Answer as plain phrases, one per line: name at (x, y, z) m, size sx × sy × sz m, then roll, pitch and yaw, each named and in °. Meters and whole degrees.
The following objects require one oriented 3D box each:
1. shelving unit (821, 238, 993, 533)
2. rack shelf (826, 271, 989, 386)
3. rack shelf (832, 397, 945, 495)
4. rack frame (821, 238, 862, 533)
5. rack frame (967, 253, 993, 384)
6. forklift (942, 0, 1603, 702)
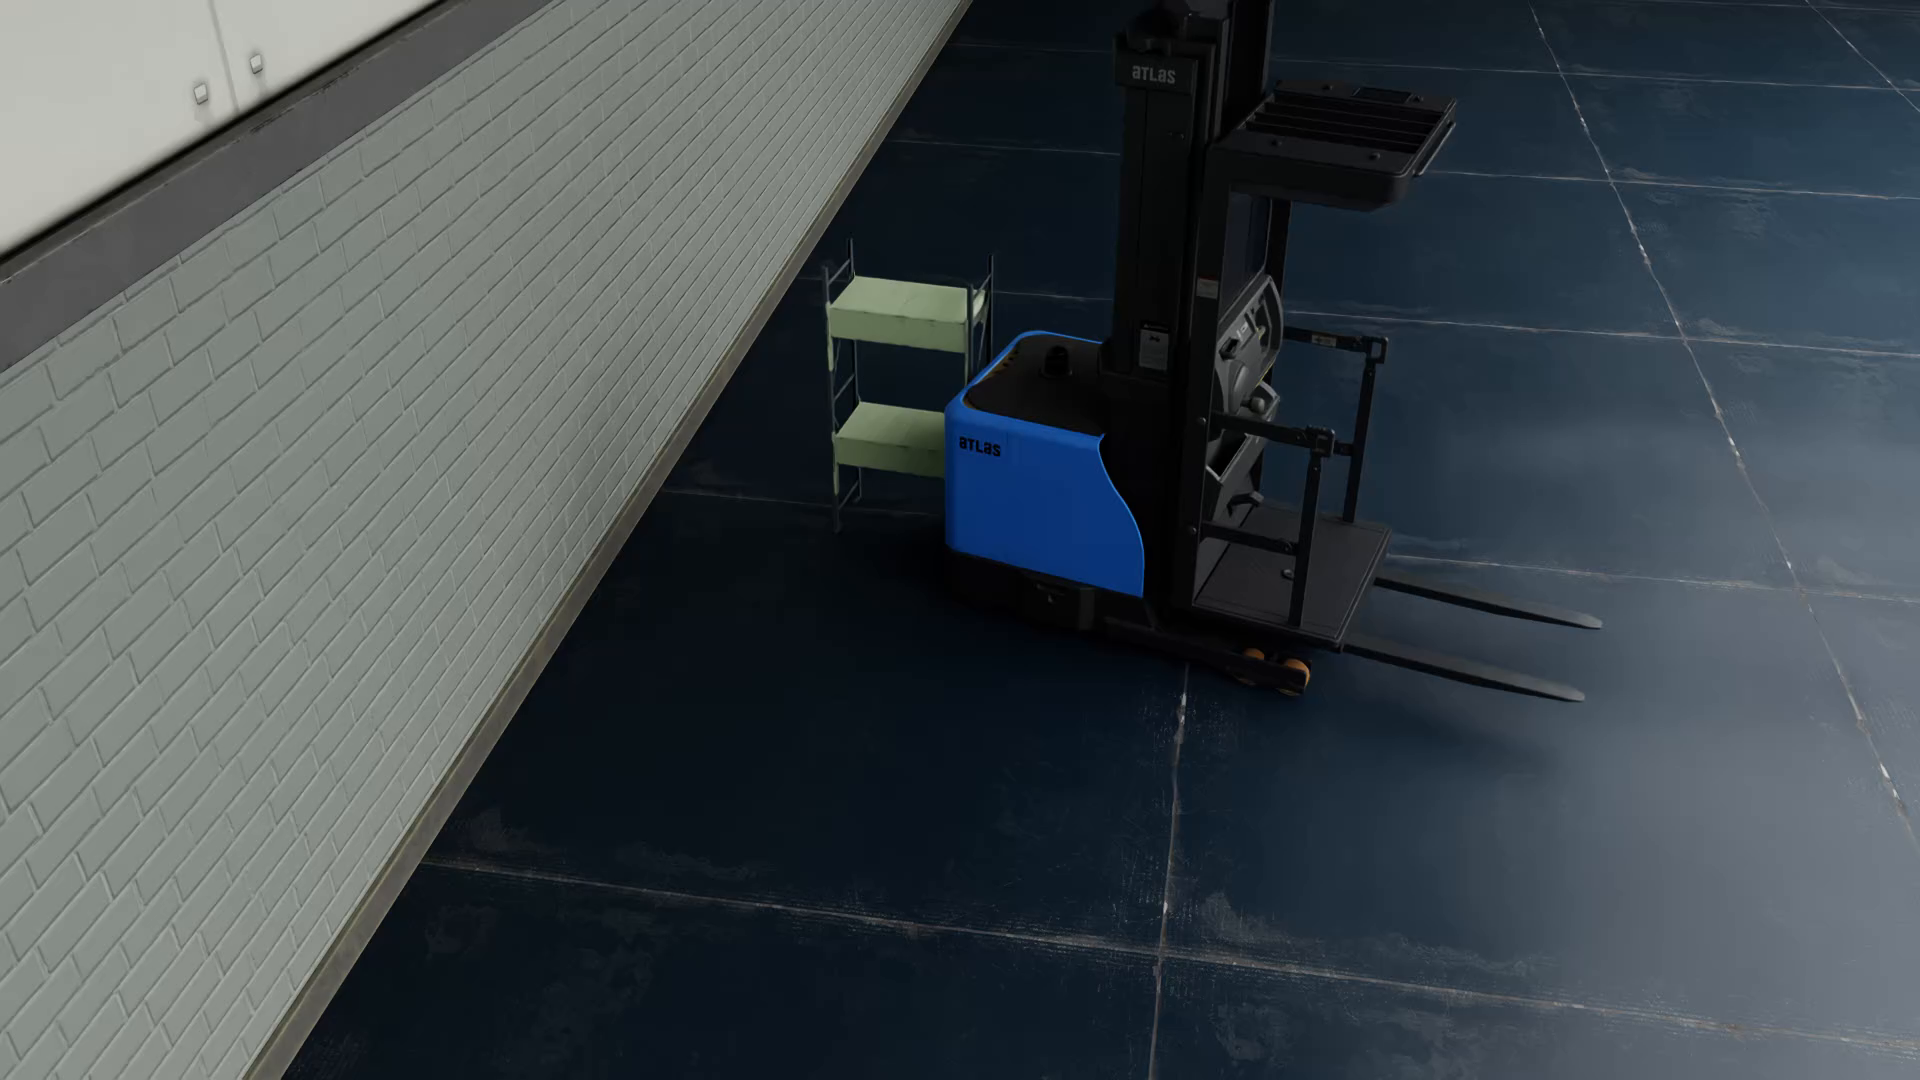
shelving unit at (-0.253, -0.723, 8.492) m, size 0.755 × 1.500 × 0.431 m, roll 9°, pitch 33°, yaw 13°
rack shelf at (-0.253, -1.054, 8.285) m, size 0.720 × 0.370 × 0.431 m, roll 9°, pitch 33°, yaw 13°
rack shelf at (-0.253, -0.447, 8.665) m, size 0.720 × 0.370 × 0.431 m, roll 9°, pitch 33°, yaw 13°
rack frame at (-0.605, -0.777, 8.577) m, size 0.023 × 1.500 × 0.400 m, roll 9°, pitch 33°, yaw 13°
rack frame at (0.099, -0.670, 8.407) m, size 0.023 × 1.500 × 0.400 m, roll 9°, pitch 33°, yaw 13°
forklift at (1.472, -0.854, 7.351) m, size 3.031 × 2.935 × 1.130 m, roll 14°, pitch 35°, yaw 21°
